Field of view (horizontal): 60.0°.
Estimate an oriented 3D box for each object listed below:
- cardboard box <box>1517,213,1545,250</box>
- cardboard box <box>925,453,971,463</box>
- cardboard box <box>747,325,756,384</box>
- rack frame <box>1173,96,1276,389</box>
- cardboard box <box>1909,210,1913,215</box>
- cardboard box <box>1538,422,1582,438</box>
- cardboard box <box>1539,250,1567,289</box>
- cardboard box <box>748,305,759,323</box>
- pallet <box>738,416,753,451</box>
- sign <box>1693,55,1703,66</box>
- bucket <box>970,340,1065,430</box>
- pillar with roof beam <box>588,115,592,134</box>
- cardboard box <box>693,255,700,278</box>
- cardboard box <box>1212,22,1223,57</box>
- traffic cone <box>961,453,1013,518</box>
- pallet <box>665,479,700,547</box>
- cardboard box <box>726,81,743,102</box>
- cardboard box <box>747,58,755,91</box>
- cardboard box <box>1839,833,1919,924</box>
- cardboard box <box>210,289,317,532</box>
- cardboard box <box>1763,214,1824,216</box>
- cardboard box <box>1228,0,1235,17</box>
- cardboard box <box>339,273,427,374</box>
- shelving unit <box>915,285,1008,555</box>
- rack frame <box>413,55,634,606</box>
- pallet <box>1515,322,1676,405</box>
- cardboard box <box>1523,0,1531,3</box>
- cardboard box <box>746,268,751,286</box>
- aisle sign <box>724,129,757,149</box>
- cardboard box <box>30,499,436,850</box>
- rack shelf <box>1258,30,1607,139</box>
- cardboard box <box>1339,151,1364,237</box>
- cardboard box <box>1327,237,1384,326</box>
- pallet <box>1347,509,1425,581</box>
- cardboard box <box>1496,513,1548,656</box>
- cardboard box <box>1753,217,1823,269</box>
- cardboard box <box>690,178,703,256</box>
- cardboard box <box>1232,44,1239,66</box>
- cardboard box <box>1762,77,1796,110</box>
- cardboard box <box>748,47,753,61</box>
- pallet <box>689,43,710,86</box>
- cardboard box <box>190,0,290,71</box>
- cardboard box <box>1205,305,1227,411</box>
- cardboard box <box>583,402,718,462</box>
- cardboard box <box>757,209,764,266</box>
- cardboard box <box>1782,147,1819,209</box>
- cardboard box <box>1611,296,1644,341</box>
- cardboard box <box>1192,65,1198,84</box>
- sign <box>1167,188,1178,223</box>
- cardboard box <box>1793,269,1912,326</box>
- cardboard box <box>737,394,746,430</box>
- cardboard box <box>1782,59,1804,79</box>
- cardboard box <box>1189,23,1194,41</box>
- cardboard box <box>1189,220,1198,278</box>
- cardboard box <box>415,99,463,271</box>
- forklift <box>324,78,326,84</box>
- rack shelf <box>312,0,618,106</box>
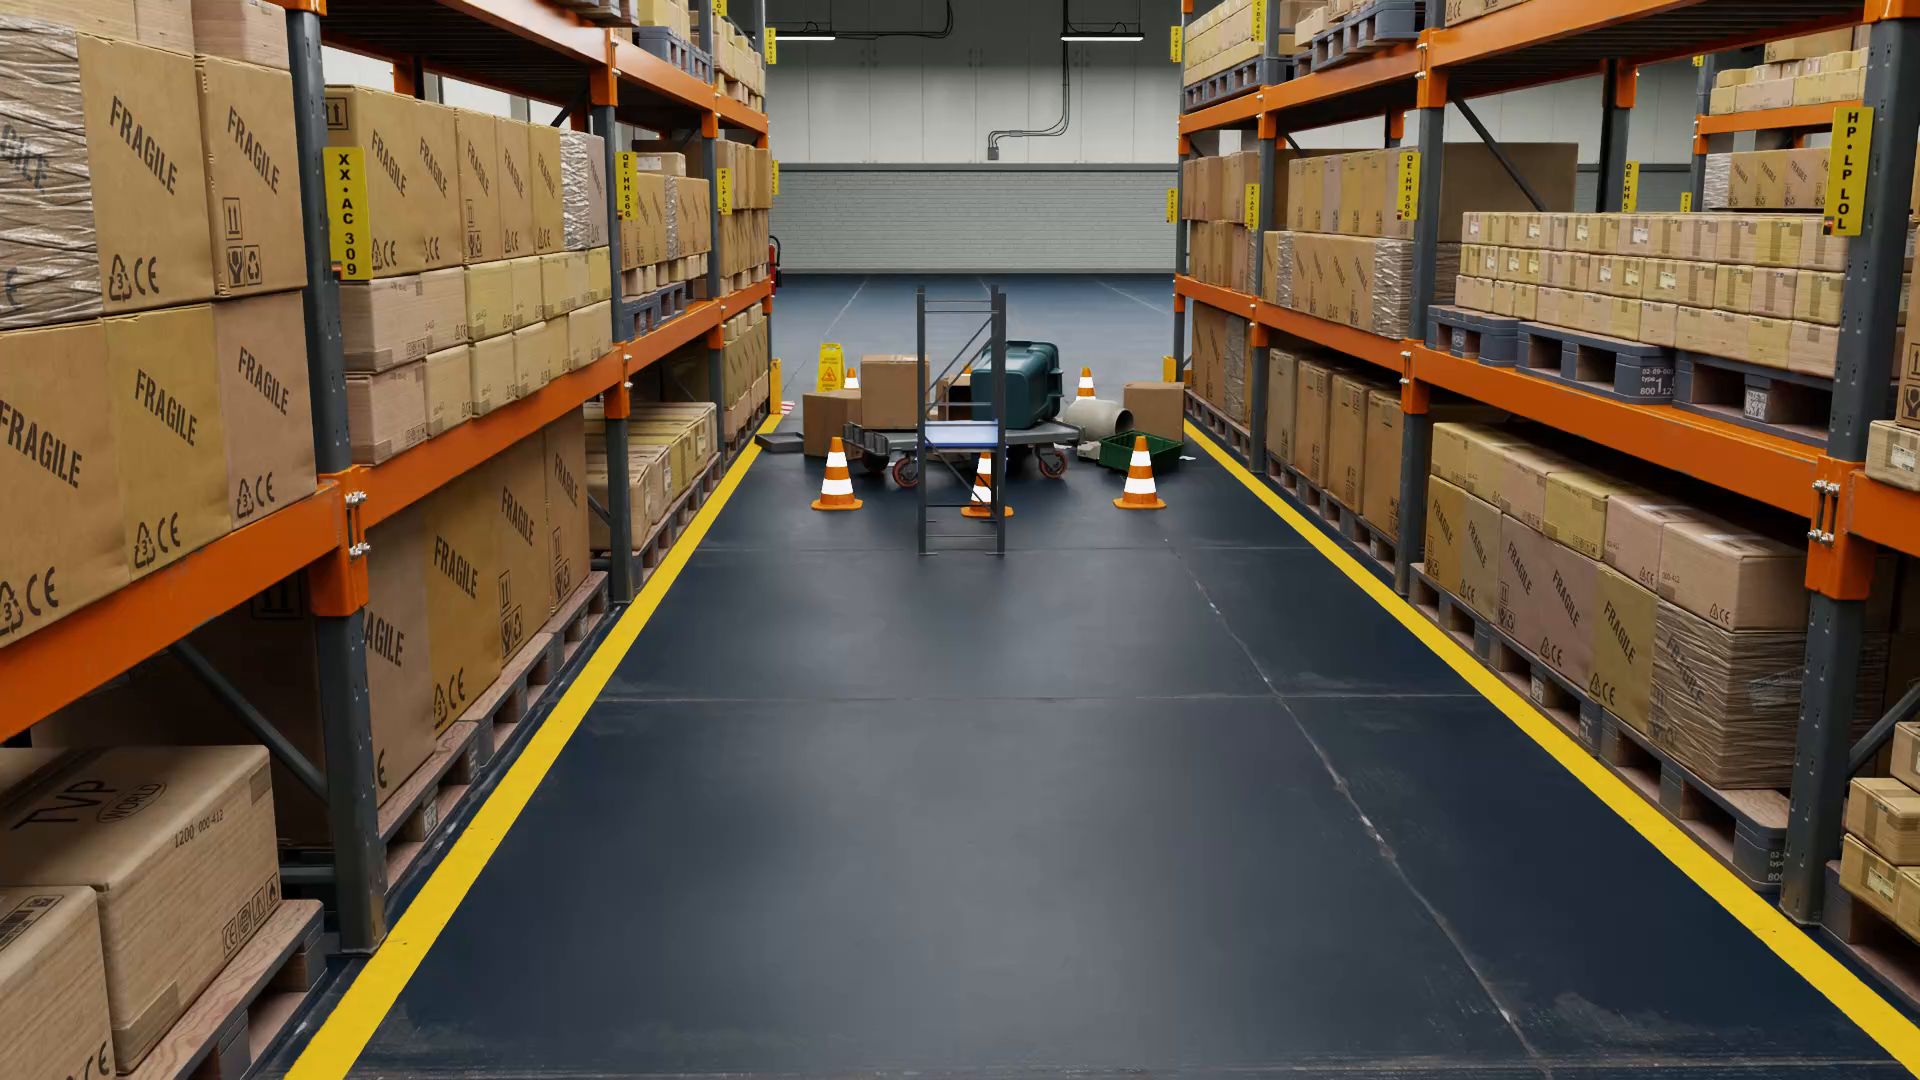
[{"bbox_3d":[2.606,-1.314,7.070,0.380,0.149,0.250,-1,11,-4],"label":"cardboard box"},{"bbox_3d":[-0.124,-0.773,13.200,0.258,0.266,0.396,-10,15,-40],"label":"cardboard box"},{"bbox_3d":[-2.041,-1.600,14.377,0.500,0.500,0.500,-1,11,-2],"label":"cardboard box"},{"bbox_3d":[2.611,-2.777,16.205,1.000,3.000,0.127,0,11,-1],"label":"rack frame"},{"bbox_3d":[7.707,-2.267,12.689,0.875,0.500,0.500,0,11,-1],"label":"cardboard box"},{"bbox_3d":[3.053,-0.400,7.833,0.500,0.250,0.500,-1,11,-2],"label":"cardboard box"},{"bbox_3d":[2.612,-1.112,6.824,0.380,0.149,0.250,0,11,-1],"label":"cardboard box"},{"bbox_3d":[-1.982,-2.000,14.714,0.380,0.149,0.250,0,11,0],"label":"cardboard box"},{"bbox_3d":[-2.331,-0.952,14.219,1.003,0.211,1.213,0,11,-1],"label":"pallet"},{"bbox_3d":[7.030,-4.674,15.810,0.100,0.325,0.005,0,11,-1],"label":"sign"},{"bbox_3d":[0.386,-1.140,12.546,0.726,0.611,0.620,4,22,18],"label":"bucket"},{"bbox_3d":[-4.377,-10.302,38.207,9.100,9.000,0.548,0,11,-1],"label":"pillar with roof beam"},{"bbox_3d":[-1.938,-1.820,11.060,0.380,0.149,0.250,0,11,-2],"label":"cardboard box"},{"bbox_3d":[2.397,-4.177,13.879,0.500,0.250,0.500,0,11,-1],"label":"cardboard box"},{"bbox_3d":[0.178,-0.404,10.888,0.336,0.463,0.334,0,11,-1],"label":"traffic cone"},{"bbox_3d":[-2.208,-0.177,10.402,1.003,0.211,1.213,0,11,-1],"label":"pallet"},{"bbox_3d":[-1.953,-3.608,13.388,0.380,0.149,0.250,0,11,-2],"label":"cardboard box"},{"bbox_3d":[-2.031,-3.976,14.195,0.500,0.250,0.500,0,11,0],"label":"cardboard box"},{"bbox_3d":[2.545,0.873,4.325,0.380,0.149,0.250,-1,11,-4],"label":"cardboard box"},{"bbox_3d":[-1.823,-0.309,3.788,0.500,0.500,0.500,0,11,-1],"label":"cardboard box"},{"bbox_3d":[3.274,-1.157,6.297,0.380,0.149,0.250,0,11,1],"label":"cardboard box"},{"bbox_3d":[2.346,-4.248,13.226,0.380,0.149,0.250,0,11,-1],"label":"cardboard box"},{"bbox_3d":[-1.815,-0.612,4.649,0.500,0.250,0.500,-1,11,-3],"label":"cardboard box"},{"bbox_3d":[-0.002,-0.752,9.994,0.538,1.500,1.048,0,11,-1],"label":"shelving unit"},{"bbox_3d":[-2.171,-1.147,8.167,1.000,3.000,0.127,0,11,-1],"label":"rack frame"},{"bbox_3d":[2.858,-0.700,6.446,1.003,0.211,1.213,0,11,-1],"label":"pallet"},{"bbox_3d":[2.555,-2.393,6.513,0.500,0.500,0.500,0,11,-1],"label":"cardboard box"},{"bbox_3d":[-2.018,-2.286,14.416,0.380,0.149,0.250,0,11,-2],"label":"cardboard box"},{"bbox_3d":[-2.047,-4.024,15.813,0.394,0.787,0.004,0,11,-1],"label":"aisle sign"},{"bbox_3d":[-2.181,0.361,5.023,0.875,0.875,0.875,0,11,1],"label":"cardboard box"},{"bbox_3d":[2.735,-2.702,10.099,1.077,0.370,4.000,0,11,-1],"label":"rack shelf"},{"bbox_3d":[2.742,-2.119,10.196,0.700,0.500,0.500,0,11,-2],"label":"cardboard box"},{"bbox_3d":[2.479,-1.523,9.771,0.500,0.500,0.500,0,11,-2],"label":"cardboard box"},{"bbox_3d":[2.835,0.023,9.417,1.003,0.211,1.213,0,11,-1],"label":"pallet"},{"bbox_3d":[2.565,0.176,6.879,0.500,0.500,0.500,-1,11,-3],"label":"cardboard box"},{"bbox_3d":[2.649,-0.899,5.023,0.380,0.149,0.250,-1,11,-3],"label":"cardboard box"},{"bbox_3d":[-2.003,-2.153,11.071,0.500,0.500,0.500,0,11,-1],"label":"cardboard box"},{"bbox_3d":[2.349,-3.807,13.061,0.380,0.149,0.250,0,11,-1],"label":"cardboard box"},{"bbox_3d":[7.347,-3.876,14.455,0.500,0.250,0.500,0,11,-1],"label":"cardboard box"},{"bbox_3d":[-2.043,-4.307,14.824,0.380,0.149,0.250,0,11,-2],"label":"cardboard box"},{"bbox_3d":[-2.347,-3.197,11.199,1.213,0.211,1.003,0,11,-1],"label":"pallet"},{"bbox_3d":[-1.763,-1.149,3.778,0.380,0.149,0.250,0,11,-2],"label":"cardboard box"},{"bbox_3d":[2.711,-1.632,14.849,0.875,0.875,0.875,0,11,-2],"label":"cardboard box"},{"bbox_3d":[-2.240,-0.756,11.792,0.950,0.372,0.625,0,11,0],"label":"cardboard box"},{"bbox_3d":[-2.044,-2.725,14.949,0.500,0.500,0.500,0,11,-1],"label":"cardboard box"},{"bbox_3d":[7.342,-3.054,14.053,0.500,0.500,0.500,0,11,-1],"label":"cardboard box"},{"bbox_3d":[2.623,-0.812,6.091,0.380,0.149,0.250,0,11,1],"label":"cardboard box"},{"bbox_3d":[2.308,-4.209,15.042,0.380,0.149,0.250,0,11,-1],"label":"cardboard box"},{"bbox_3d":[2.056,-3.239,16.105,0.100,0.325,0.005,0,11,-1],"label":"sign"},{"bbox_3d":[2.653,-0.699,4.786,0.380,0.149,0.250,0,11,1],"label":"cardboard box"},{"bbox_3d":[-2.018,-1.024,13.424,0.500,0.250,0.500,0,11,2],"label":"cardboard box"},{"bbox_3d":[7.339,-4.055,14.333,0.380,0.149,0.250,-1,11,-4],"label":"cardboard box"},{"bbox_3d":[2.304,-4.652,15.221,0.380,0.149,0.250,0,11,-1],"label":"cardboard box"},{"bbox_3d":[2.664,-2.777,15.827,0.875,0.550,0.550,0,11,-1],"label":"cardboard box"},{"bbox_3d":[-1.848,-1.080,5.073,0.500,0.500,0.500,0,11,-1],"label":"cardboard box"},{"bbox_3d":[-5.075,-1.945,12.276,1.130,2.935,3.031,-5,12,-23],"label":"forklift"},{"bbox_3d":[-2.129,-1.867,5.980,1.077,0.370,4.000,0,11,-1],"label":"rack shelf"}]
